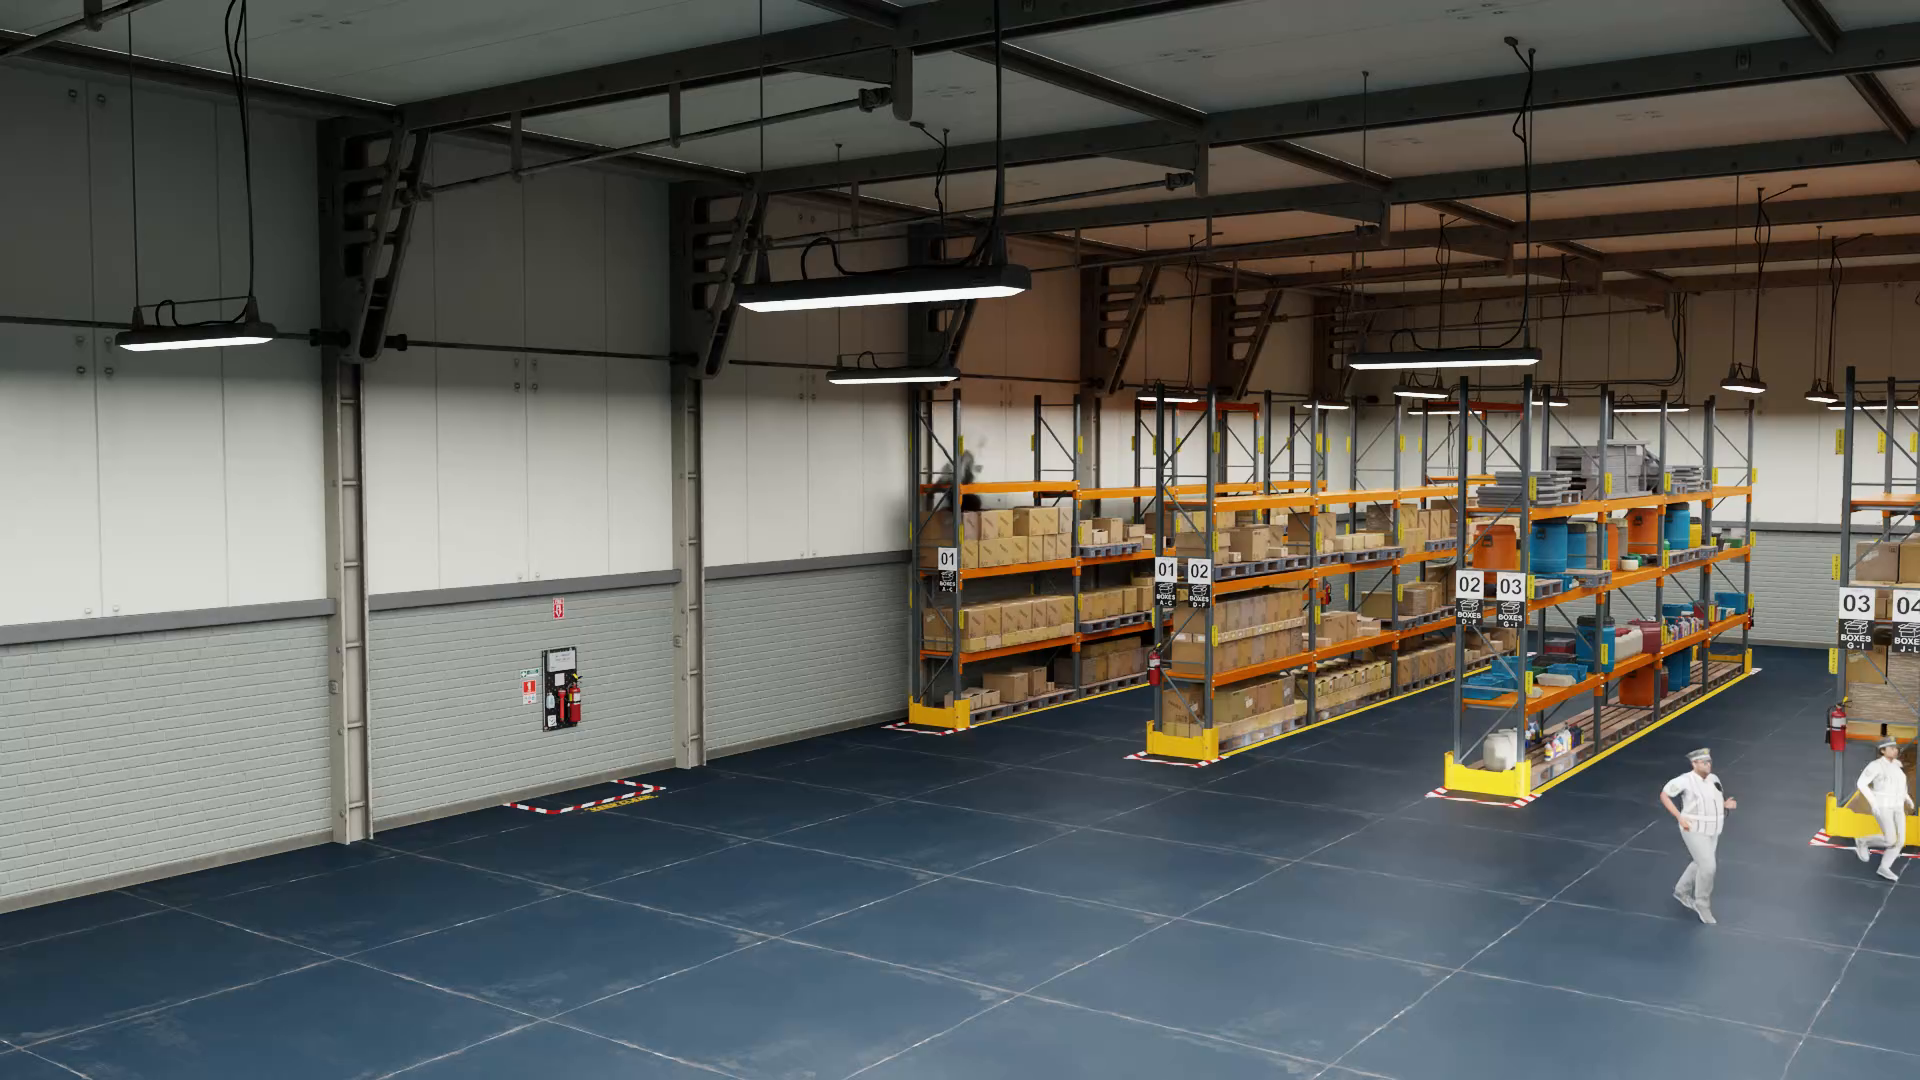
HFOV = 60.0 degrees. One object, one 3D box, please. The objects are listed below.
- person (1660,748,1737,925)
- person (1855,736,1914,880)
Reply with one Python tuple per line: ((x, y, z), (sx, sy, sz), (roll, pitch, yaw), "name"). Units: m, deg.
((7.860, 3.118, 17.623), (0.639, 1.851, 0.731), (-2, 4, -28), "person")
((10.747, 3.087, 19.317), (0.628, 1.658, 0.558), (-1, 3, -16), "person")
